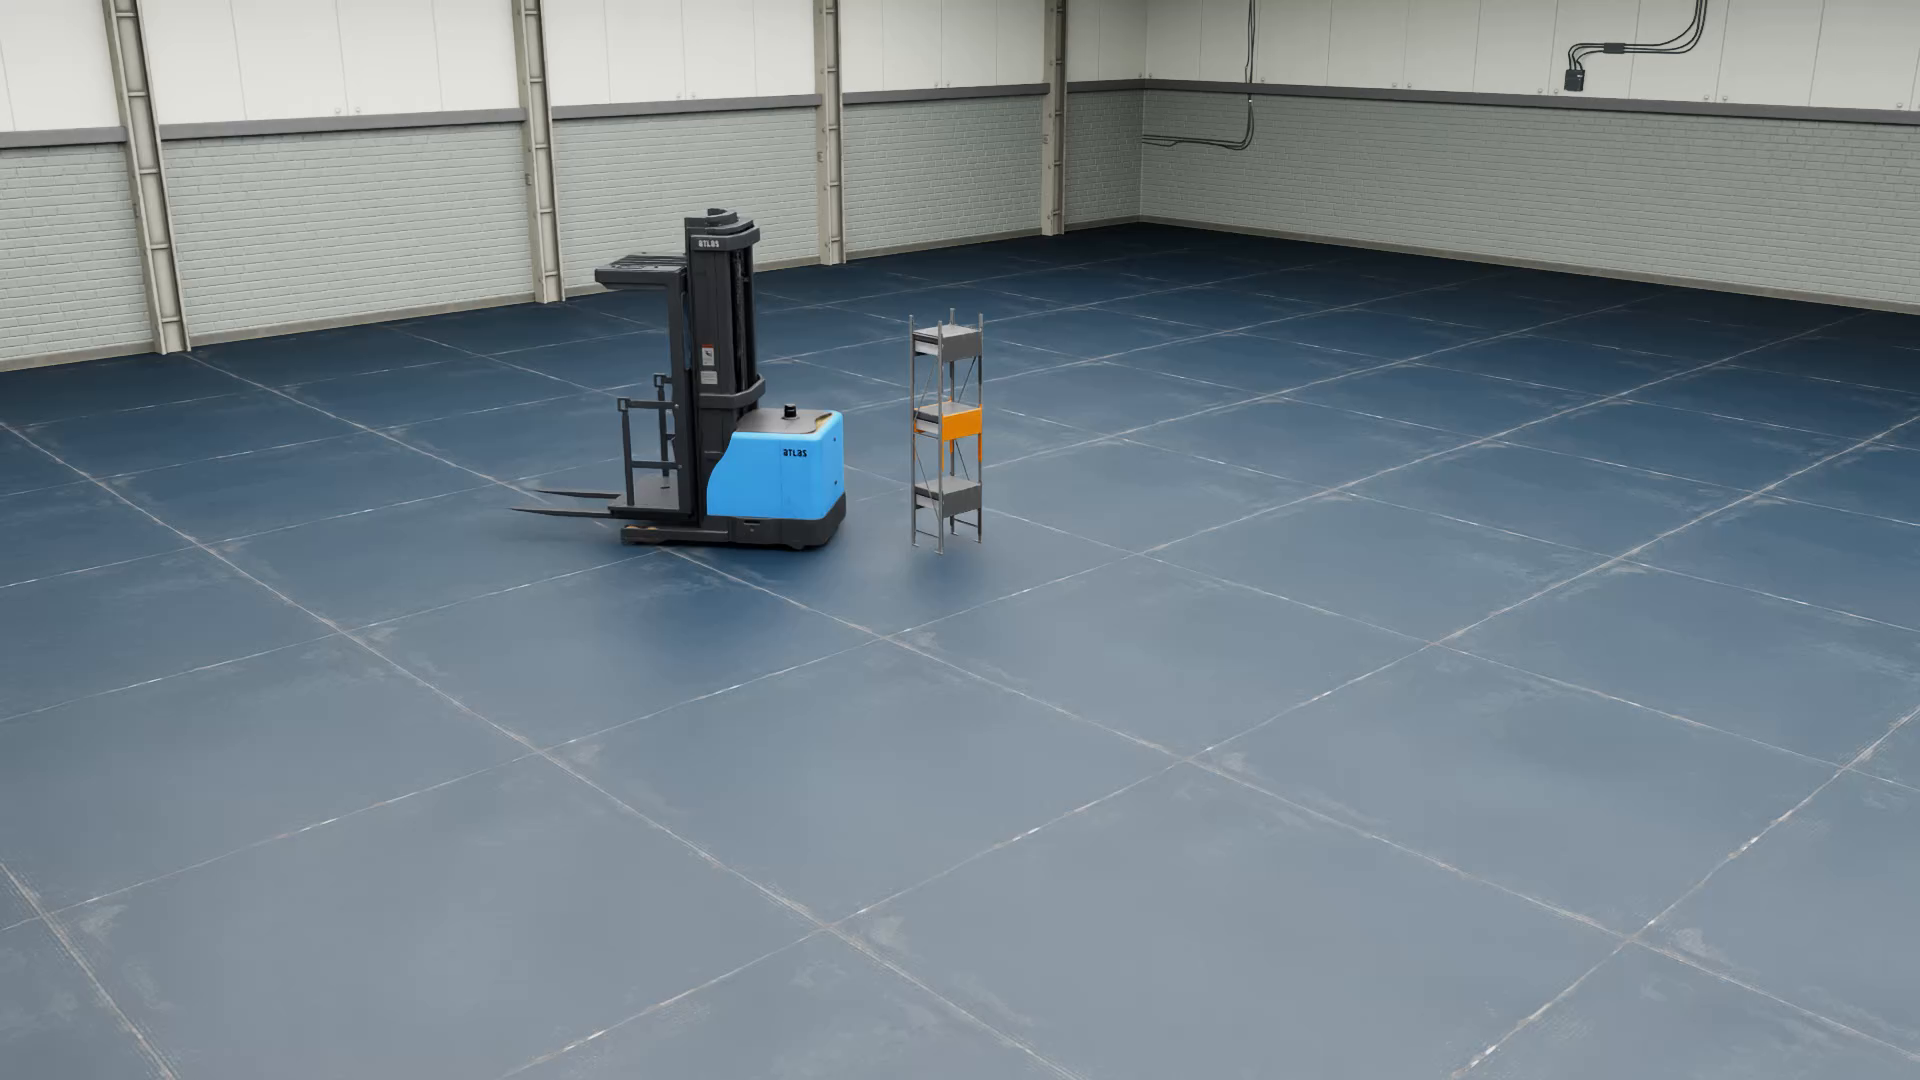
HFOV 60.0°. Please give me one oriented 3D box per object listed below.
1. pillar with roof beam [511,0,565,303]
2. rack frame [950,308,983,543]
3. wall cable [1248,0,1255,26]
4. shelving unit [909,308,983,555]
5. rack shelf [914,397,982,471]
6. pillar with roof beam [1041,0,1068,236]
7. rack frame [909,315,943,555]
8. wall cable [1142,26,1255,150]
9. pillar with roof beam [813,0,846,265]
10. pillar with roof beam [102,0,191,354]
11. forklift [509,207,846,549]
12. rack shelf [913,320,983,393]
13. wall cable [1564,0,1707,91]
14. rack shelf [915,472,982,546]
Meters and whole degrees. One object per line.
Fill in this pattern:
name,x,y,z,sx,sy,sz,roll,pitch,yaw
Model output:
pillar with roof beam,-3.800,-7.259,23.048,0.400,9.000,9.100,-16,24,-41
rack frame,0.057,-1.015,14.977,0.015,2.100,0.400,-16,24,-41
wall cable,6.869,-11.413,32.707,0.112,2.526,3.097,-16,24,-41
shelving unit,-0.120,-0.964,14.818,0.503,2.100,0.431,-16,24,-41
rack shelf,-0.120,-0.951,14.822,0.480,0.518,0.431,-16,24,-41
pillar with roof beam,4.919,-9.802,30.890,0.400,9.000,9.100,-16,24,-41
rack frame,-0.298,-0.912,14.659,0.015,2.100,0.400,-16,24,-41
wall cable,5.011,-9.617,35.356,0.112,2.526,3.097,-16,24,-41
pillar with roof beam,0.560,-8.530,26.969,0.400,9.000,9.100,-16,24,-41
pillar with roof beam,-8.160,-5.987,19.126,0.400,9.000,9.100,-16,24,-41
forklift,-2.640,-1.503,15.133,3.031,2.935,1.130,3,18,8
rack shelf,-0.120,-1.617,14.606,0.480,0.518,0.431,-16,24,-41
wall cable,11.522,-10.581,27.781,0.169,6.003,2.305,-16,24,-41
rack shelf,-0.120,-0.285,15.038,0.480,0.518,0.431,-16,24,-41
